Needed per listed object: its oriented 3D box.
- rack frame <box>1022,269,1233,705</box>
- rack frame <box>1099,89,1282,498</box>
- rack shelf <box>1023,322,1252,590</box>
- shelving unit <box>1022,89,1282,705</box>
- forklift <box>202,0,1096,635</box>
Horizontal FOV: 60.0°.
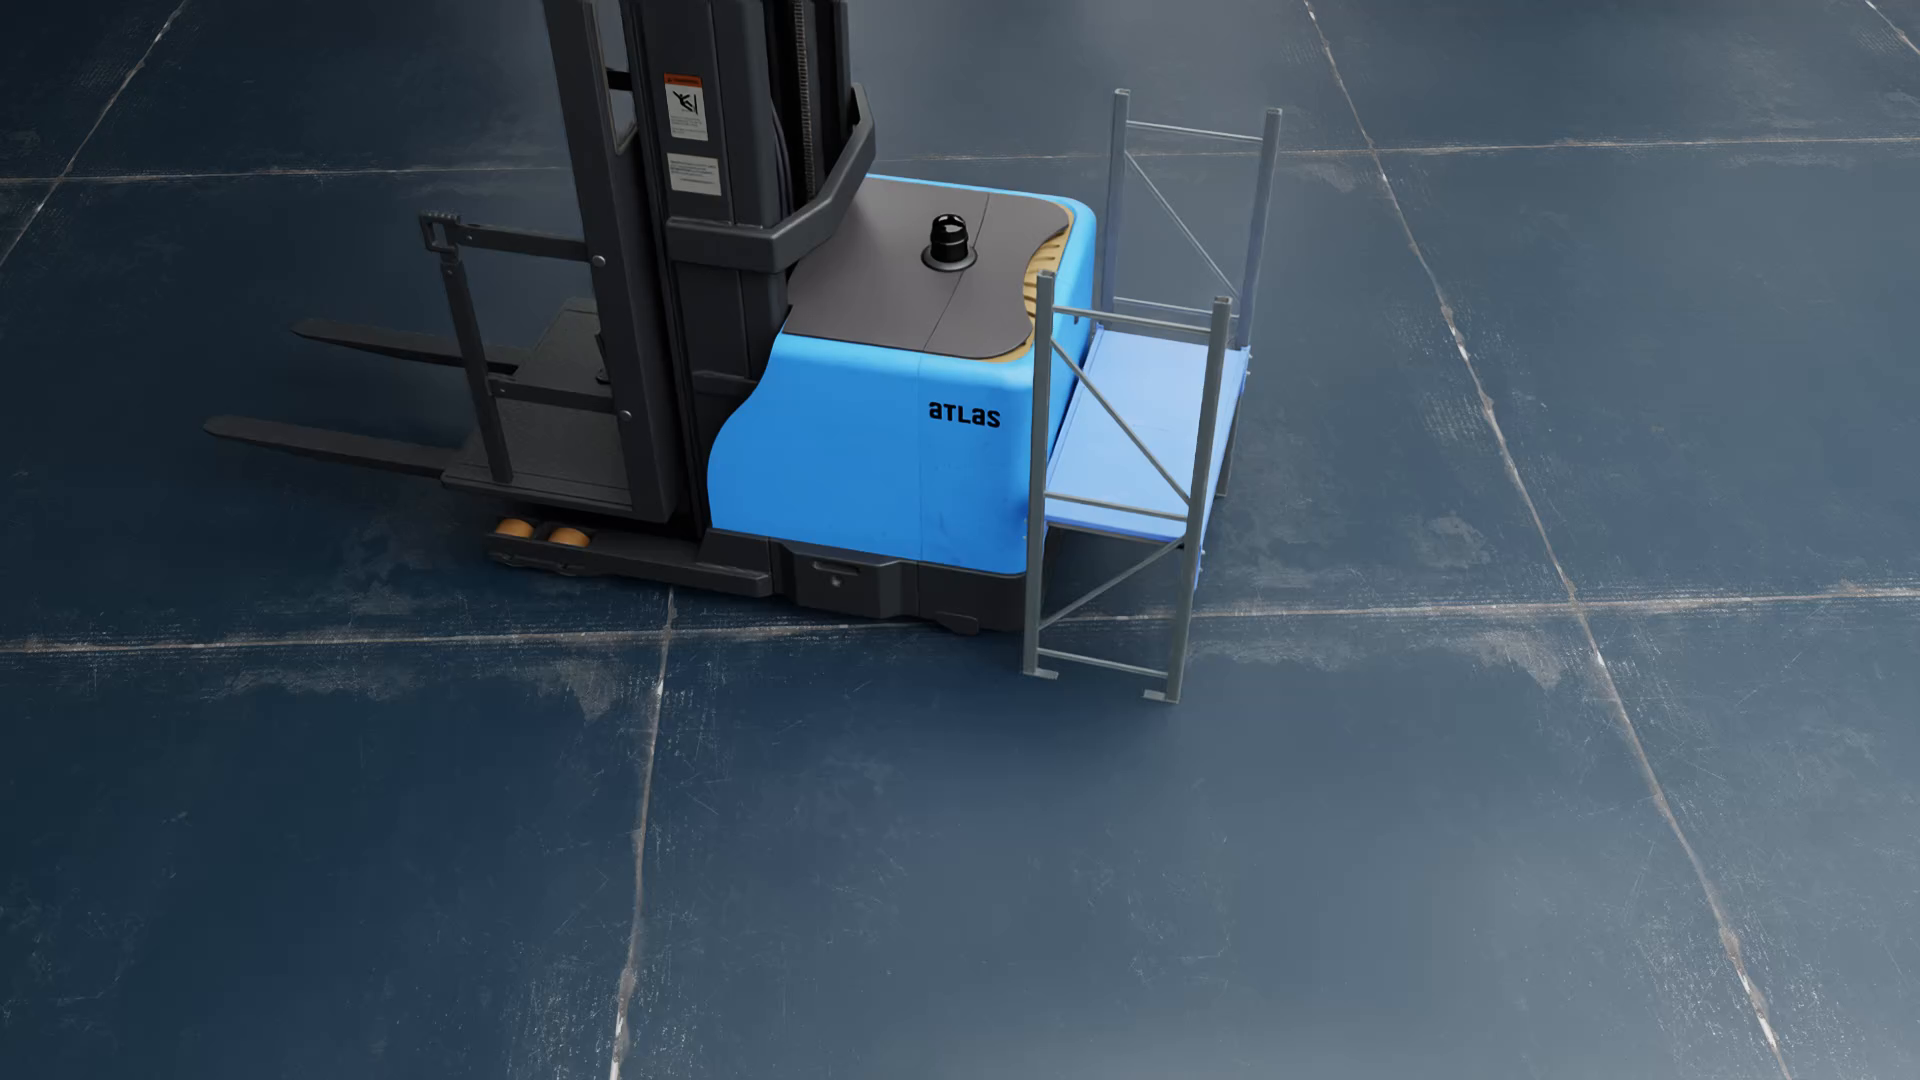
[{"bbox_3d":[0.443,-0.093,4.741,0.500,1.500,0.032,10,44,11],"label":"rack frame"},{"bbox_3d":[0.709,-0.756,5.464,0.500,1.500,0.032,10,44,11],"label":"rack frame"},{"bbox_3d":[0.576,-0.291,5.224,0.538,0.185,1.000,10,44,11],"label":"rack shelf"},{"bbox_3d":[0.576,-0.424,5.103,0.538,1.500,1.048,10,44,11],"label":"shelving unit"},{"bbox_3d":[-1.120,-1.297,4.995,3.031,2.935,1.130,9,43,10],"label":"forklift"}]
